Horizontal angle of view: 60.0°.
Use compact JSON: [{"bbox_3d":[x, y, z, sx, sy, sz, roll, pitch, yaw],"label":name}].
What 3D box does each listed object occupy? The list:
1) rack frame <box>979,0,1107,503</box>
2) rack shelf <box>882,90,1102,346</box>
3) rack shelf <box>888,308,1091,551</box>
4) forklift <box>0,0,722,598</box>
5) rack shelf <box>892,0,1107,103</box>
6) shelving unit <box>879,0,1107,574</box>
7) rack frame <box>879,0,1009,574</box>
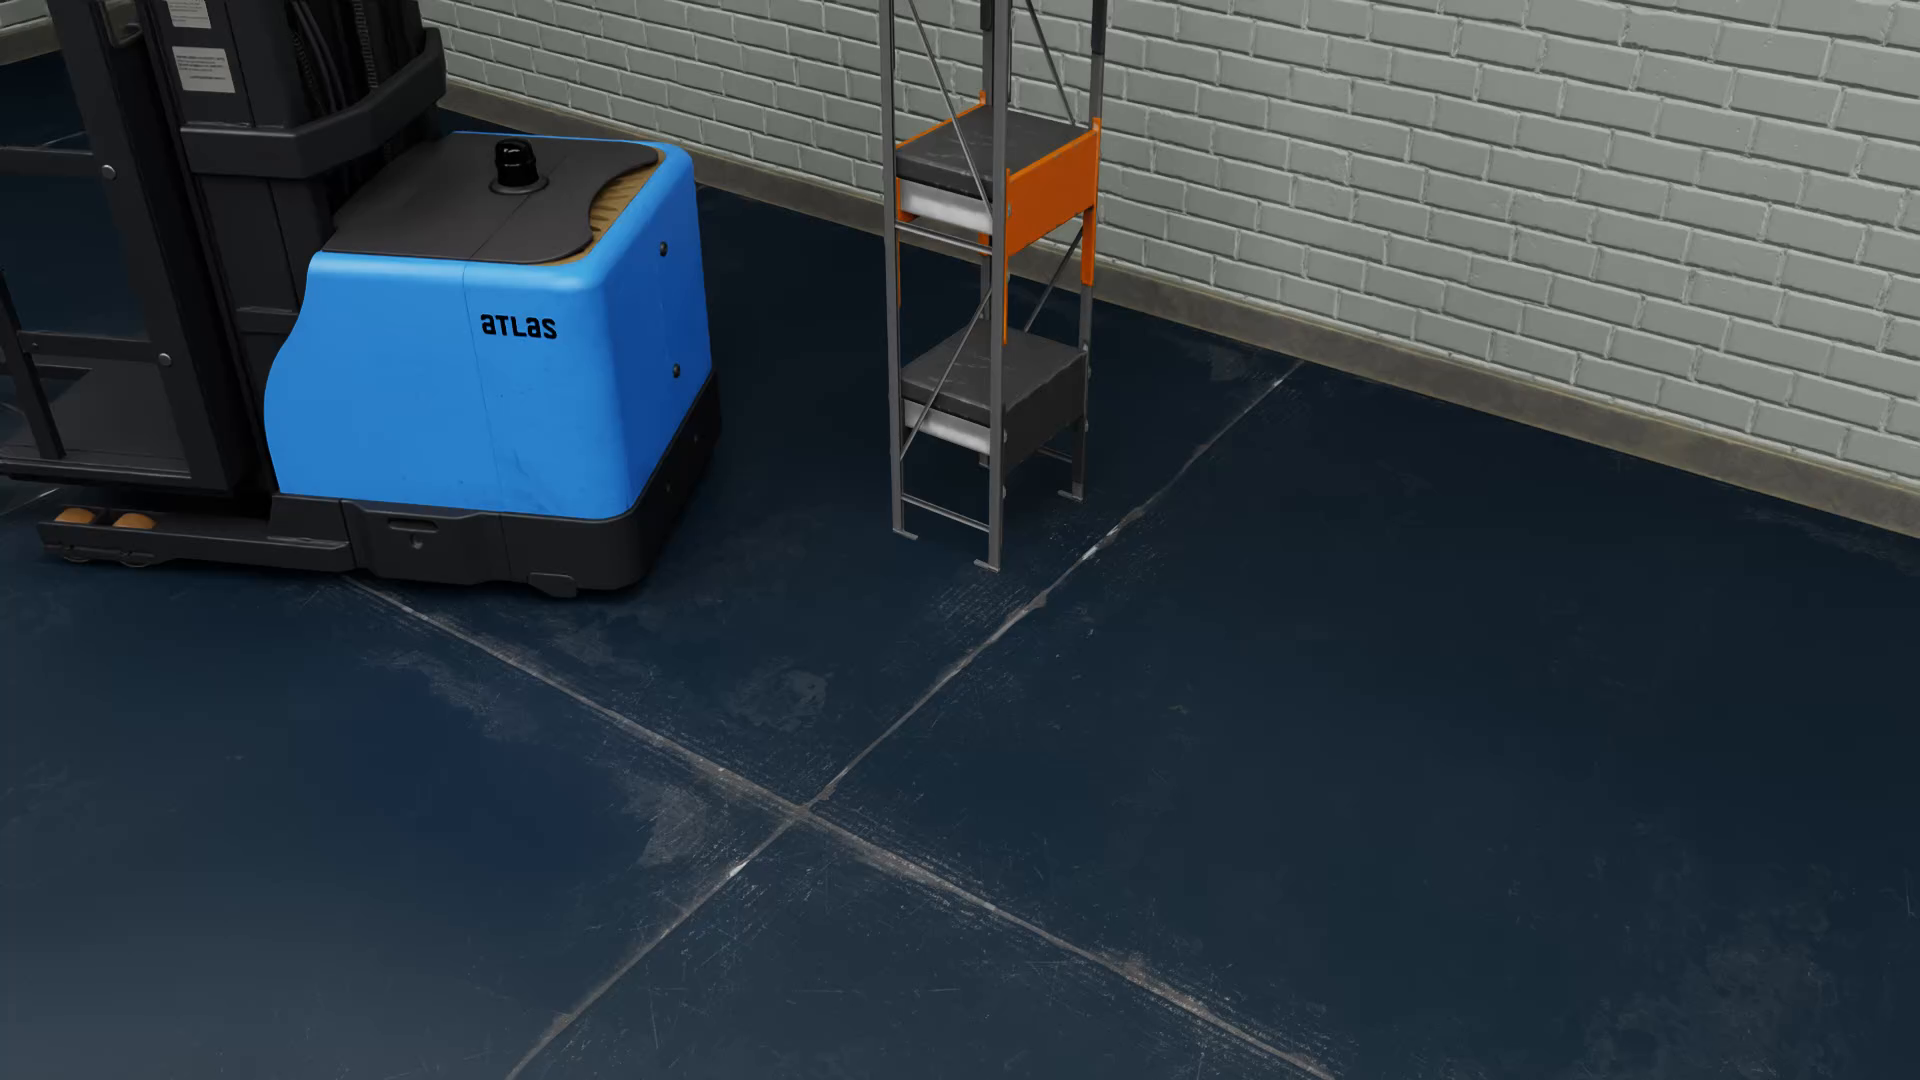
[{"bbox_3d":[0.234,-1.058,4.941,0.400,2.100,0.015,21,39,28],"label":"rack frame"},{"bbox_3d":[0.094,-0.935,4.782,0.431,0.518,0.480,21,39,28],"label":"rack shelf"},{"bbox_3d":[0.094,-0.355,5.174,0.431,0.518,0.480,21,39,28],"label":"rack shelf"},{"bbox_3d":[-2.374,-1.415,4.727,3.031,2.935,1.130,5,34,7],"label":"forklift"},{"bbox_3d":[0.094,-1.515,4.390,0.431,0.518,0.480,21,39,28],"label":"rack shelf"},{"bbox_3d":[0.094,-0.946,4.774,0.431,2.100,0.503,21,39,28],"label":"shelving unit"},{"bbox_3d":[-0.045,-0.834,4.608,0.400,2.100,0.015,21,39,28],"label":"rack frame"}]
